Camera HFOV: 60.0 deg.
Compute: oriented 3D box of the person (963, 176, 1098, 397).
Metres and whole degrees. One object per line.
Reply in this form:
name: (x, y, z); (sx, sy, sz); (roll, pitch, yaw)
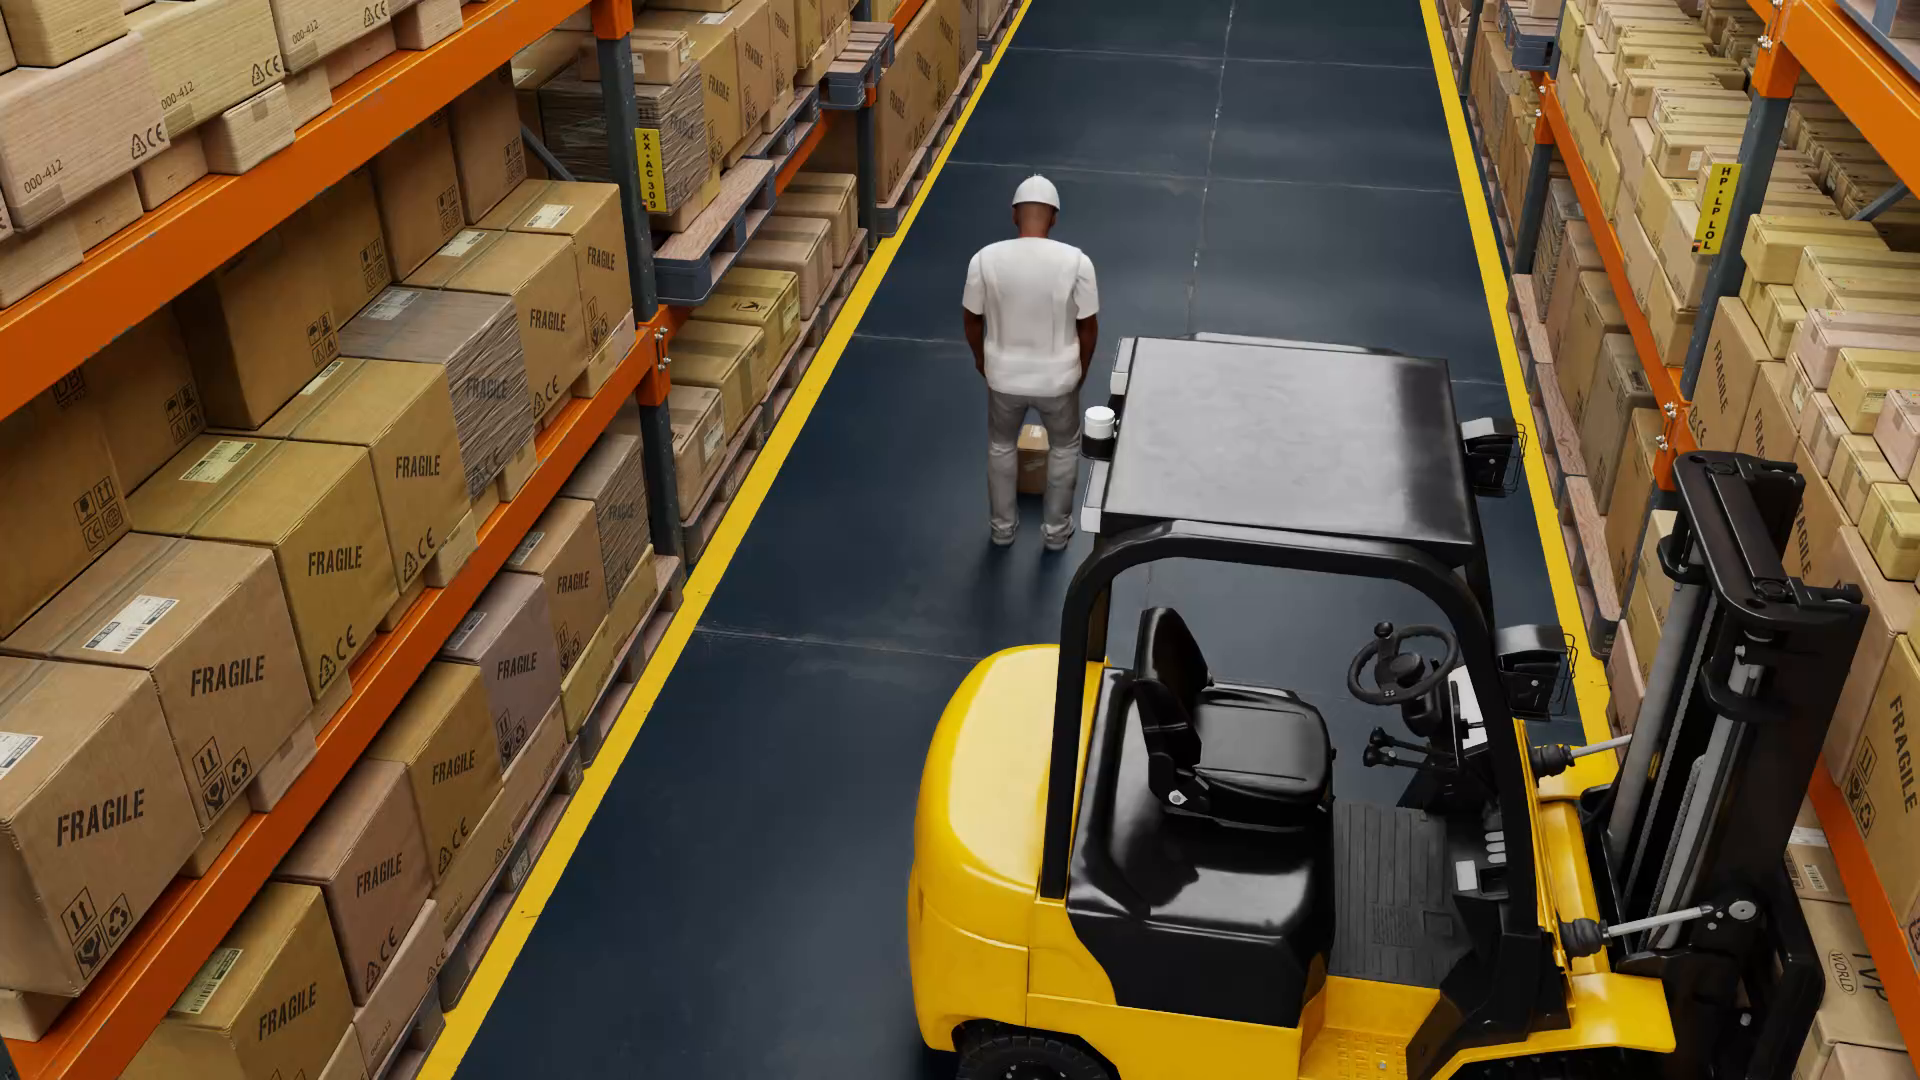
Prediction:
person: (0.306, -1.054, 7.206); (0.594, 0.995, 0.491); (6, 33, 9)
